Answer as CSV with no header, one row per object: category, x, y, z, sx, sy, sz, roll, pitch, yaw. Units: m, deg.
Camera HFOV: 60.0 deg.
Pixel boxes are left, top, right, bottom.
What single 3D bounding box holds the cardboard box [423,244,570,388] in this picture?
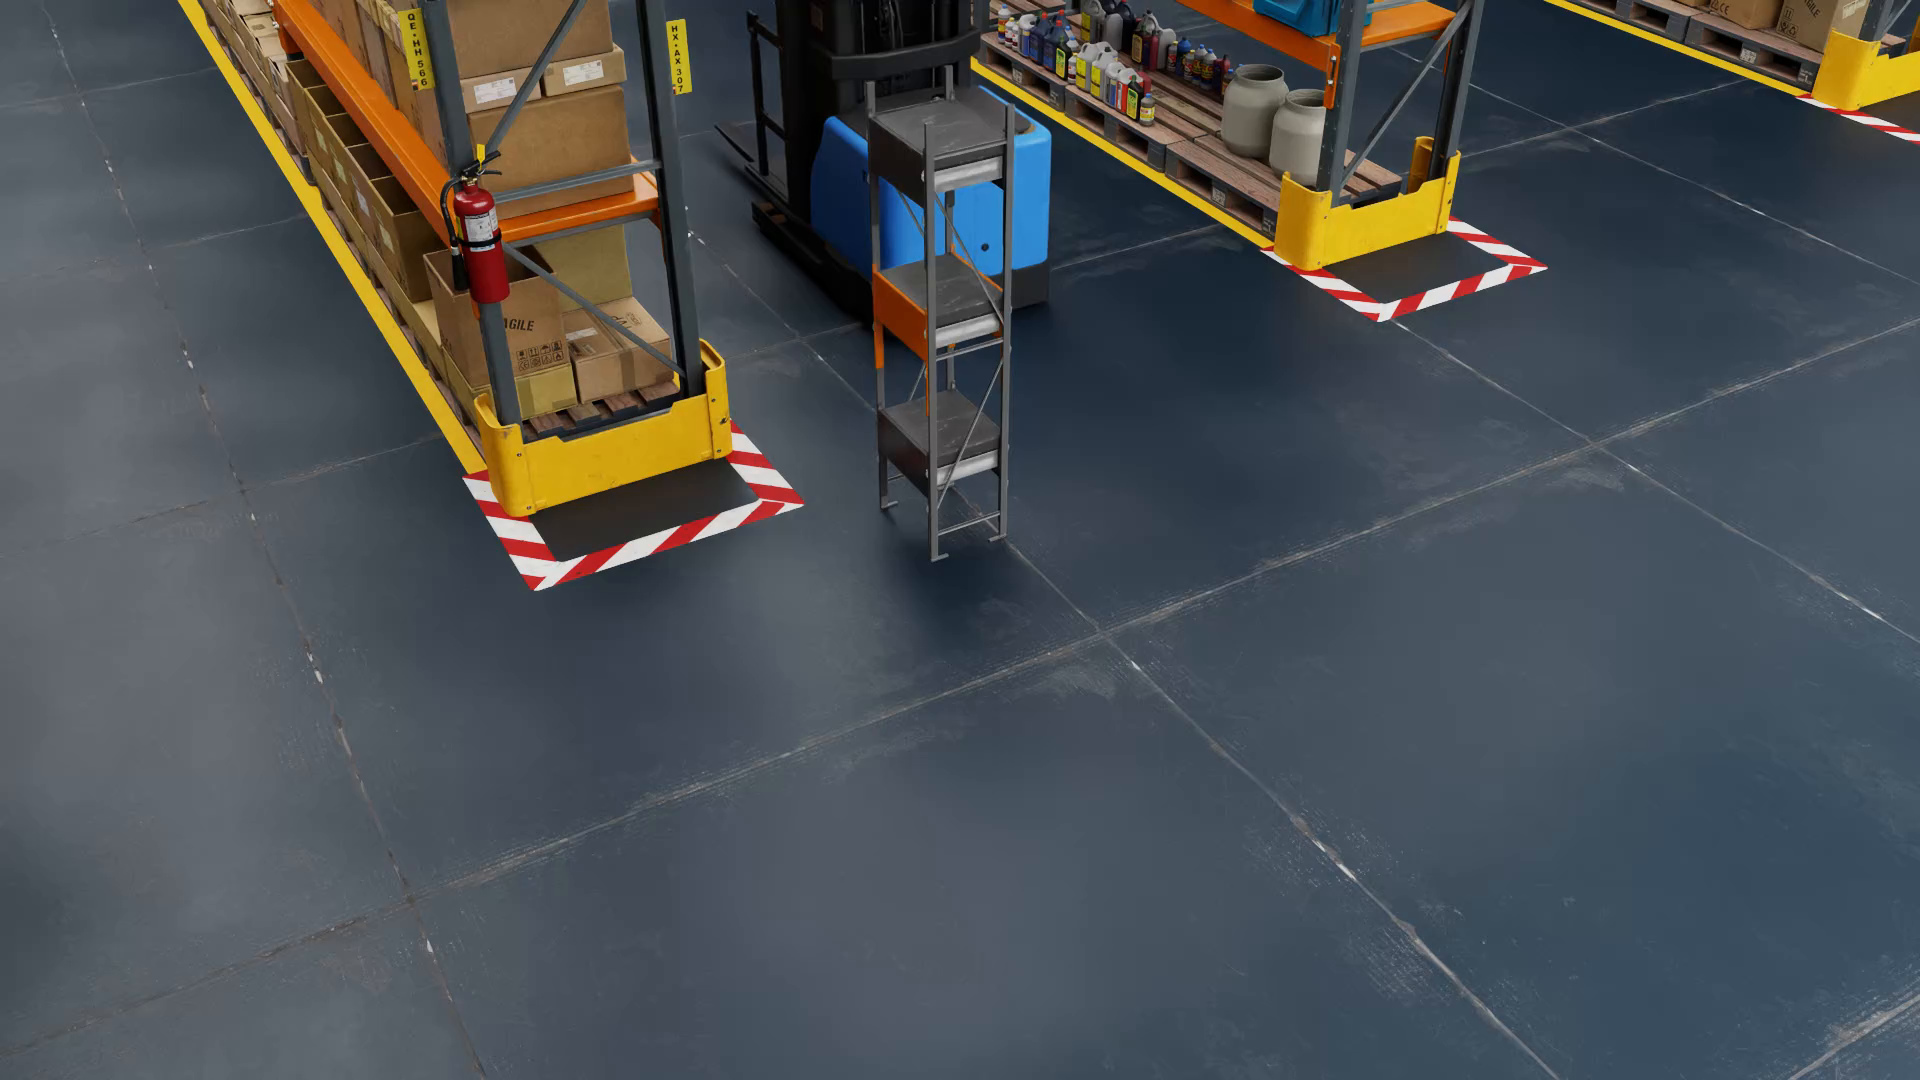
cardboard box,-2.250,-1.125,8.087,0.500,0.500,0.500,-19,40,-24

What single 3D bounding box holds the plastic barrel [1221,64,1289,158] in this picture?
plastic barrel,1.913,-2.777,10.762,0.421,0.512,0.421,0,36,0

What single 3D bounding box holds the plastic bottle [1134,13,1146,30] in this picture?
plastic bottle,1.339,-3.753,12.275,0.061,0.283,0.133,-16,39,-21

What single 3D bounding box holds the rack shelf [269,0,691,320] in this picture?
rack shelf,-2.728,-2.307,8.976,1.077,0.370,4.000,-19,40,-24

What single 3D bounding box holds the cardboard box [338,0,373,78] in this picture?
cardboard box,-2.985,-2.909,9.106,0.700,0.500,0.500,-18,40,-23

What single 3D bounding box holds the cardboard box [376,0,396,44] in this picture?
cardboard box,-2.598,-2.545,8.056,0.380,0.149,0.250,-18,40,-23

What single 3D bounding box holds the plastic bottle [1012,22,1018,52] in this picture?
plastic bottle,0.435,-3.735,12.320,0.097,0.201,0.097,0,36,0

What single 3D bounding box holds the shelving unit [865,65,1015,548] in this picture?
shelving unit,-0.084,-0.933,7.248,0.431,2.100,0.499,-19,40,-24

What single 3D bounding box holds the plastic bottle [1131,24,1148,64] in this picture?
plastic bottle,1.307,-3.615,12.086,0.061,0.283,0.133,-19,40,-24

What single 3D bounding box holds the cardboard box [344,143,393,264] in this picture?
cardboard box,-3.015,-1.886,9.128,0.500,0.500,0.500,-19,40,-24

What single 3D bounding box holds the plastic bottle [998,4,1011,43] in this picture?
plastic bottle,0.333,-3.867,12.441,0.097,0.271,0.097,0,36,0

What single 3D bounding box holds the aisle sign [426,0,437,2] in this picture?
aisle sign,-1.944,-2.507,6.435,0.394,0.787,0.004,-19,40,-24

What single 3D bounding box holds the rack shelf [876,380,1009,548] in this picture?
rack shelf,-0.083,-0.356,7.667,0.431,0.518,0.480,-19,40,-24

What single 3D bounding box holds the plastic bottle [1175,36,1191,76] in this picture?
plastic bottle,1.596,-3.466,11.892,0.097,0.271,0.097,0,36,0

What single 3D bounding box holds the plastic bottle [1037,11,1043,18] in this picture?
plastic bottle,0.611,-3.747,12.267,0.061,0.283,0.133,-19,40,-24

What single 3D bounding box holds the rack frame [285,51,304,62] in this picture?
rack frame,-3.733,-3.618,10.160,1.000,3.000,0.127,-19,40,-24

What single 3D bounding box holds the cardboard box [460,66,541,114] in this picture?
cardboard box,-2.080,-2.018,7.336,0.380,0.149,0.250,-20,40,-25

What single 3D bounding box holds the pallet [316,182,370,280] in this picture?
pallet,-3.370,-2.074,10.410,1.003,0.211,1.213,-19,40,-24

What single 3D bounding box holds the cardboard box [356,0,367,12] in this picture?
cardboard box,-2.861,-2.809,8.418,0.380,0.149,0.250,-19,40,-25

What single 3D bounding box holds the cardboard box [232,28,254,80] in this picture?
cardboard box,-4.956,-3.581,12.086,0.500,0.250,0.500,-18,40,-23

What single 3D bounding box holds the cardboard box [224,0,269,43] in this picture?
cardboard box,-4.949,-3.801,11.910,0.500,0.311,0.500,-19,40,-24

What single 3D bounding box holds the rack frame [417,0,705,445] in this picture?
rack frame,-1.723,-1.578,7.367,1.000,3.000,0.127,-19,40,-24

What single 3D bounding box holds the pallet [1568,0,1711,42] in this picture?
pallet,5.819,-4.470,13.691,1.003,0.211,1.213,-19,40,-24

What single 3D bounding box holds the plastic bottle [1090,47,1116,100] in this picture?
plastic bottle,1.000,-3.249,11.528,0.144,0.351,0.185,-17,40,-22

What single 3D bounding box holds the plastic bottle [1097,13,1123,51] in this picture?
plastic bottle,1.105,-3.764,12.296,0.152,0.276,0.135,-19,40,-24

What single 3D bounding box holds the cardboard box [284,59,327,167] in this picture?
cardboard box,-3.771,-2.650,10.175,0.500,0.500,0.500,-19,40,-24

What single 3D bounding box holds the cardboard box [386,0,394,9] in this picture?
cardboard box,-2.496,-2.934,8.039,0.700,0.500,0.500,-19,40,-24

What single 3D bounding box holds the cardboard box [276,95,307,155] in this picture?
cardboard box,-4.192,-2.802,11.019,0.500,0.250,0.500,-19,40,-24

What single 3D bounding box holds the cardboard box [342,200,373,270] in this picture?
cardboard box,-3.269,-1.837,9.698,0.500,0.250,0.500,-19,40,-24

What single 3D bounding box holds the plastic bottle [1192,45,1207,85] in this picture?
plastic bottle,1.697,-3.362,11.750,0.097,0.271,0.097,0,36,0

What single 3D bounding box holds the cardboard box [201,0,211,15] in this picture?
cardboard box,-5.733,-4.362,13.155,0.500,0.250,0.500,-19,40,-24

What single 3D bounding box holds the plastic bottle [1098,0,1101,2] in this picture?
plastic bottle,1.079,-4.017,12.636,0.061,0.283,0.133,-17,39,-22

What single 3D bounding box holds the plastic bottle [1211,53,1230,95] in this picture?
plastic bottle,1.822,-3.262,11.603,0.061,0.283,0.133,-18,40,-23

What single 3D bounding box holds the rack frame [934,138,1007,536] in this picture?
rack frame,0.041,-0.808,7.076,0.380,1.831,0.006,-19,40,-24

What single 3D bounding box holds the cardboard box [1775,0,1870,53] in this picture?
cardboard box,6.545,-3.995,12.440,0.500,0.500,0.500,-12,38,-16

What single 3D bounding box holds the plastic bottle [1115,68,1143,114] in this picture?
plastic bottle,1.157,-3.065,11.339,0.152,0.276,0.135,-19,40,-24

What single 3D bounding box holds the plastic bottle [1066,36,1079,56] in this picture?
plastic bottle,-5.758,-6.495,11.402,10.038,5.742,9.096,0,36,0

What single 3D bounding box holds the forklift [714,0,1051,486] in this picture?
forklift,-0.501,-2.595,8.818,1.782,2.935,4.795,-18,40,-23

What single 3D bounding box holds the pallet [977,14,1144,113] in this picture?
pallet,0.853,-3.602,12.503,1.003,0.211,1.213,-19,40,-24

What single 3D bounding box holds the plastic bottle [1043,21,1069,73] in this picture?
plastic bottle,0.693,-3.560,11.955,0.144,0.351,0.185,-21,41,-26

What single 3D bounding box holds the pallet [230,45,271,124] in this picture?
pallet,-4.754,-3.479,12.334,1.003,0.211,1.213,-19,40,-24

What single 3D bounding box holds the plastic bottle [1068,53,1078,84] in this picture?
plastic bottle,0.815,-3.349,11.791,0.097,0.201,0.097,0,36,0

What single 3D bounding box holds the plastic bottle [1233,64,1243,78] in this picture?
plastic bottle,1.920,-3.136,11.441,0.097,0.271,0.097,0,36,0

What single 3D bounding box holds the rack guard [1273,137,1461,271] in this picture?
rack guard,2.483,-2.059,10.145,1.175,0.500,0.348,-19,40,-24

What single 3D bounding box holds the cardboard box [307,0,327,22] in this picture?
cardboard box,-3.505,-3.433,9.823,0.700,0.500,0.500,-20,41,-25

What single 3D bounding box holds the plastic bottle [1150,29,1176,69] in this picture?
plastic bottle,1.461,-3.572,12.033,0.152,0.276,0.135,-18,40,-23

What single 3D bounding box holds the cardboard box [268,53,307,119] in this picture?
cardboard box,-4.184,-3.025,10.848,0.500,0.311,0.500,-19,40,-24

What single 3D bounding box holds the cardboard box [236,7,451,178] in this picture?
cardboard box,-3.418,-2.888,9.788,1.023,1.340,4.930,-18,40,-23

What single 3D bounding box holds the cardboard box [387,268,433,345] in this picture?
cardboard box,-2.763,-1.329,9.001,0.500,0.250,0.500,-19,40,-24

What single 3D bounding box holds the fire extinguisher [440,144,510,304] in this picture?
fire extinguisher,-2.066,-1.348,7.119,0.296,0.674,0.183,-19,40,-24

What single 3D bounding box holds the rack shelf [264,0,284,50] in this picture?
rack shelf,-4.738,-4.347,11.768,1.077,0.370,4.000,-19,40,-24

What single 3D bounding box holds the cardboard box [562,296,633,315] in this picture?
cardboard box,-2.055,-1.230,8.866,0.500,0.250,0.500,-19,40,-24
